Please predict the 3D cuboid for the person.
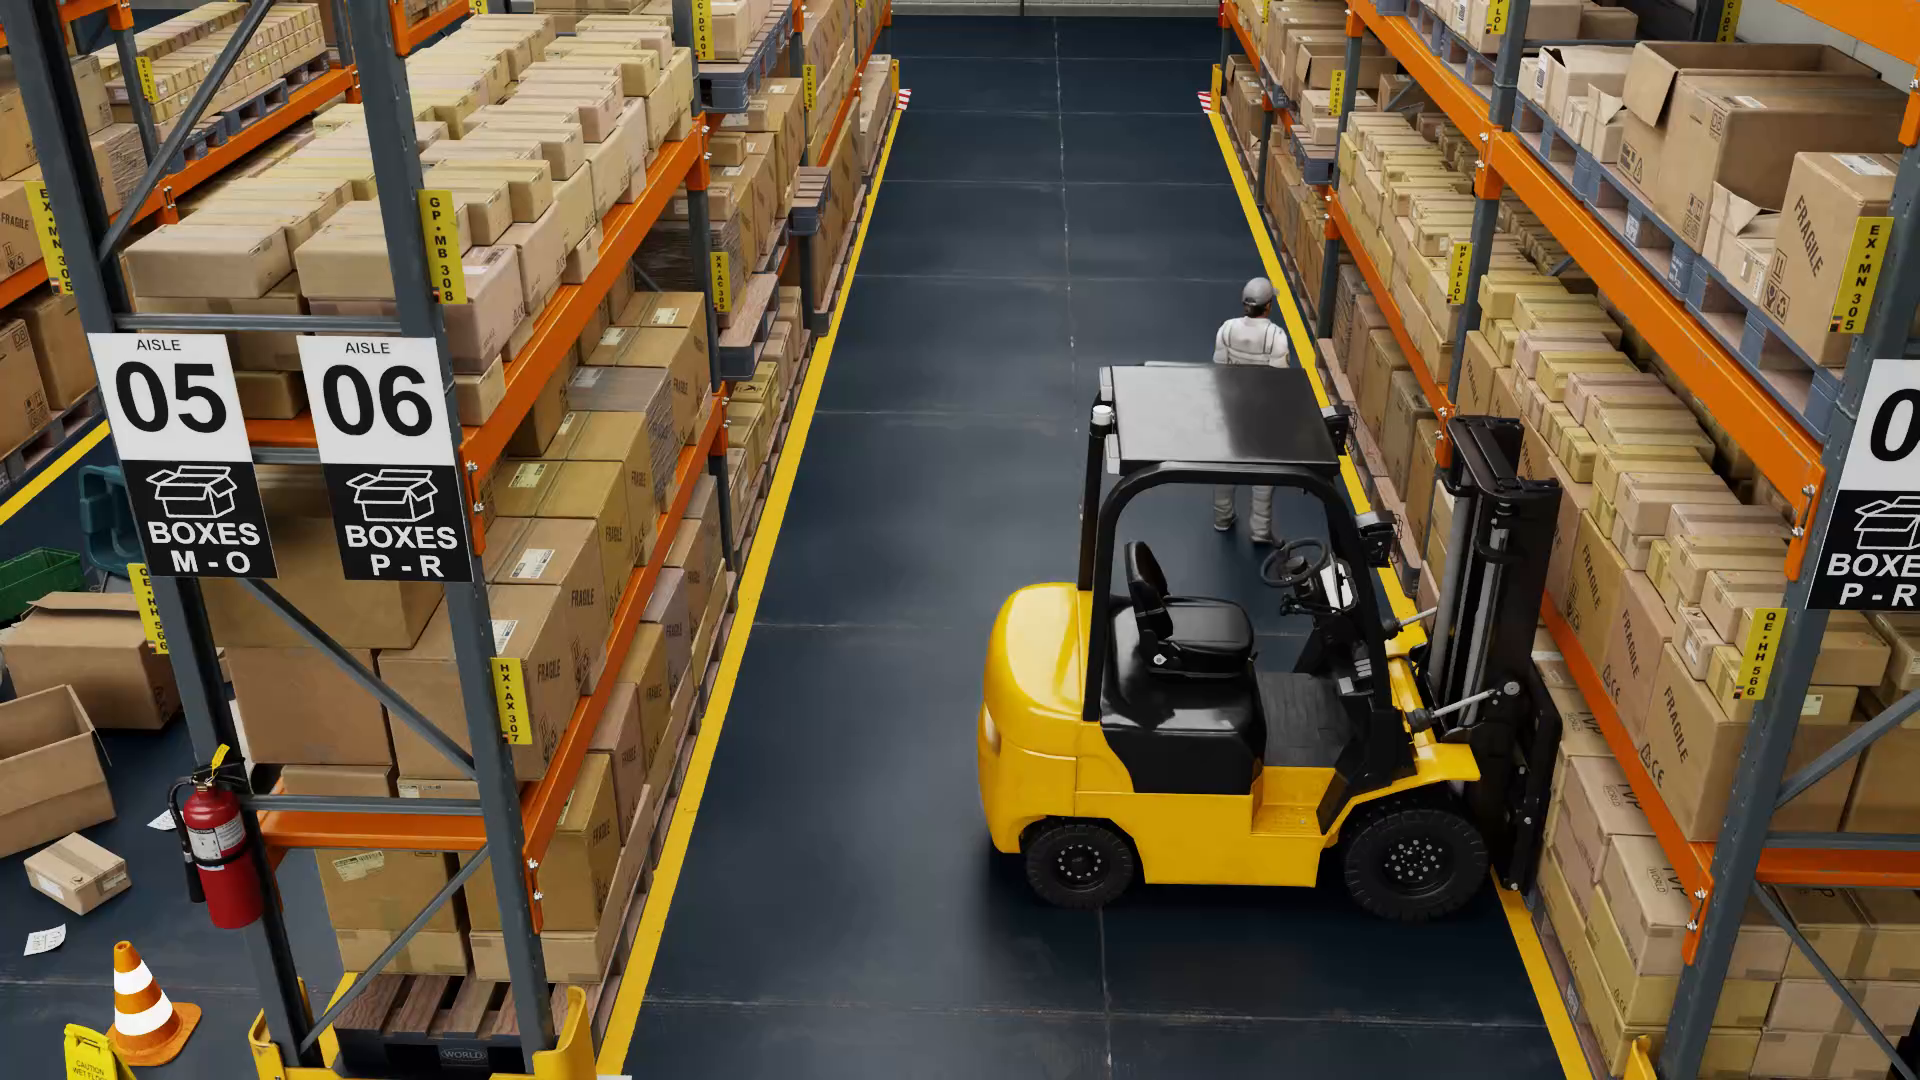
[{"bbox_3d":[1.773,-0.769,10.112,0.500,1.729,0.410,13,31,23],"label":"person"}]
